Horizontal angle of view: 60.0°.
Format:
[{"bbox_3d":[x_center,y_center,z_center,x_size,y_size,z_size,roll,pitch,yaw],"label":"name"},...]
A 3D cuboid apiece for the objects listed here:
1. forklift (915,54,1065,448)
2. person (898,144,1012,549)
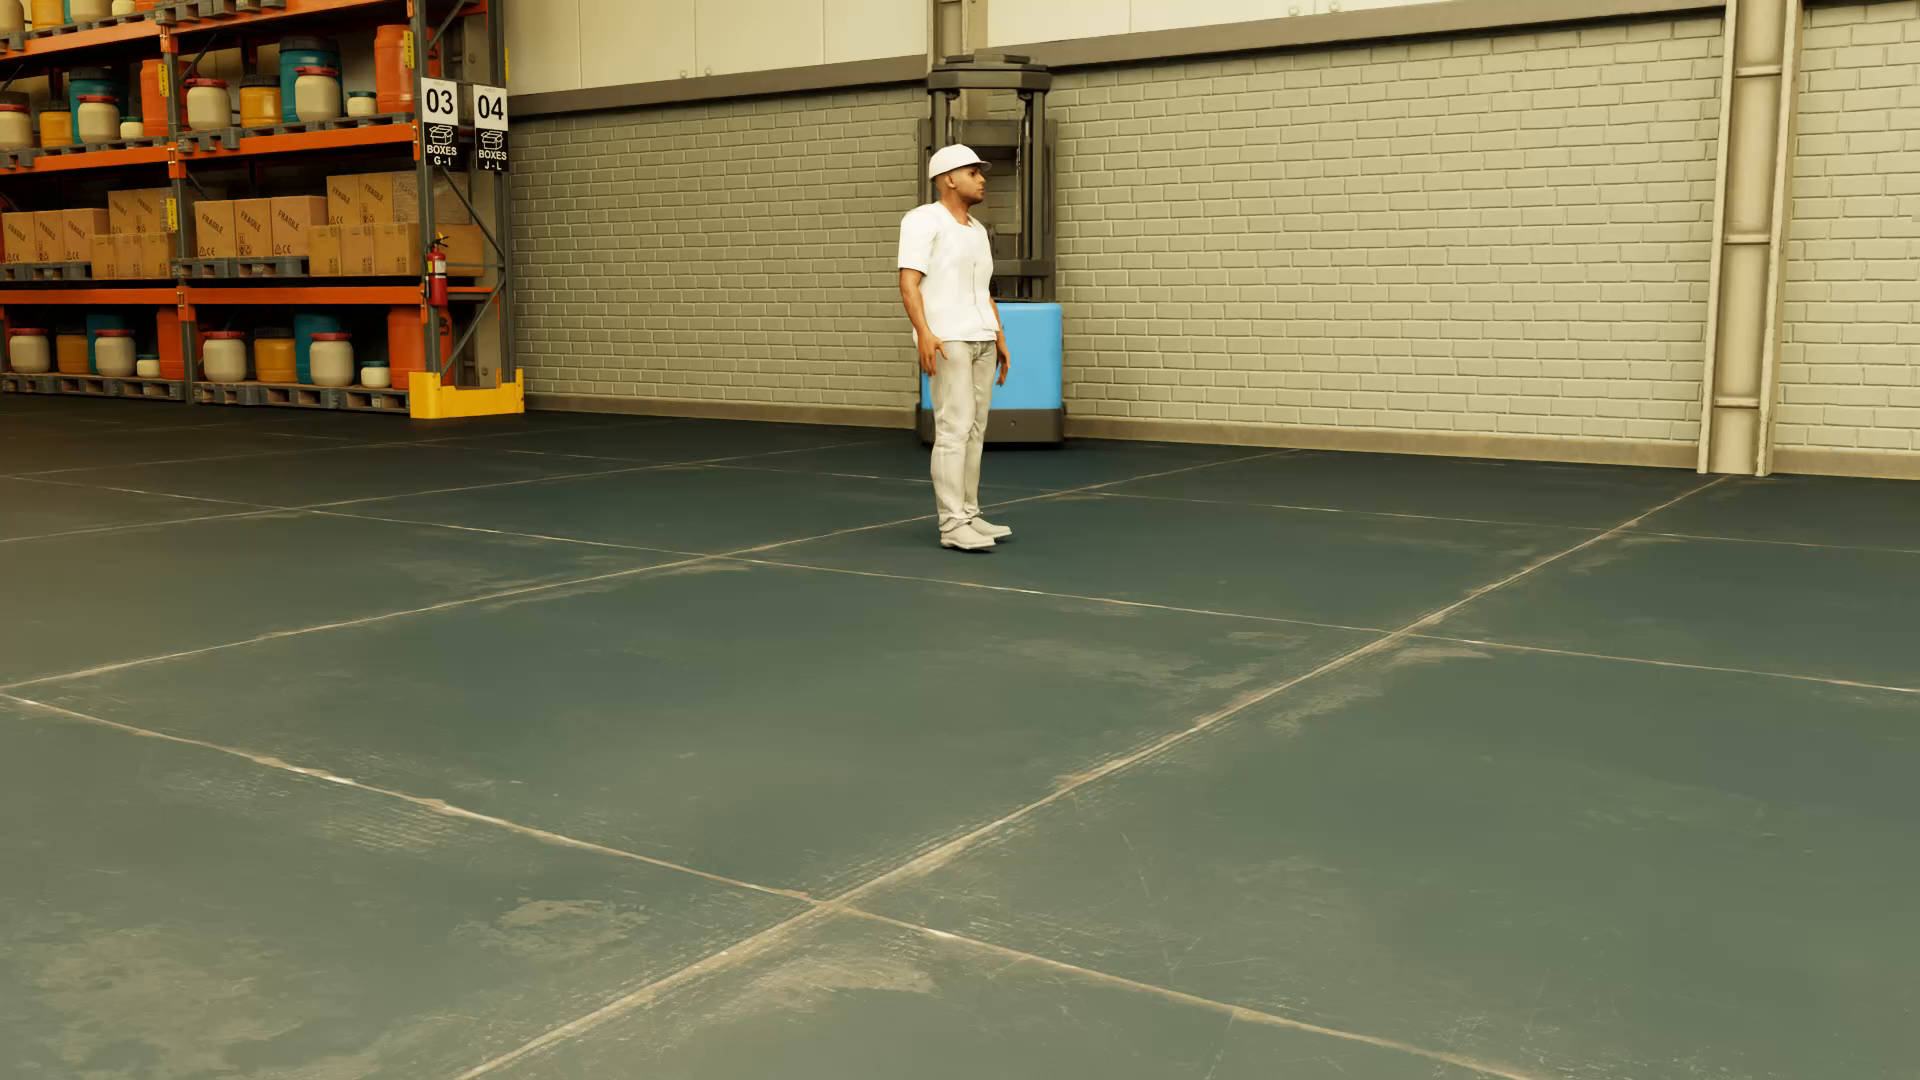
[{"bbox_3d":[0.208,-2.305,13.400,1.130,2.935,3.031,0,8,-1],"label":"forklift"},{"bbox_3d":[0.054,-0.875,7.435,0.577,1.765,0.665,5,10,34],"label":"person"}]
